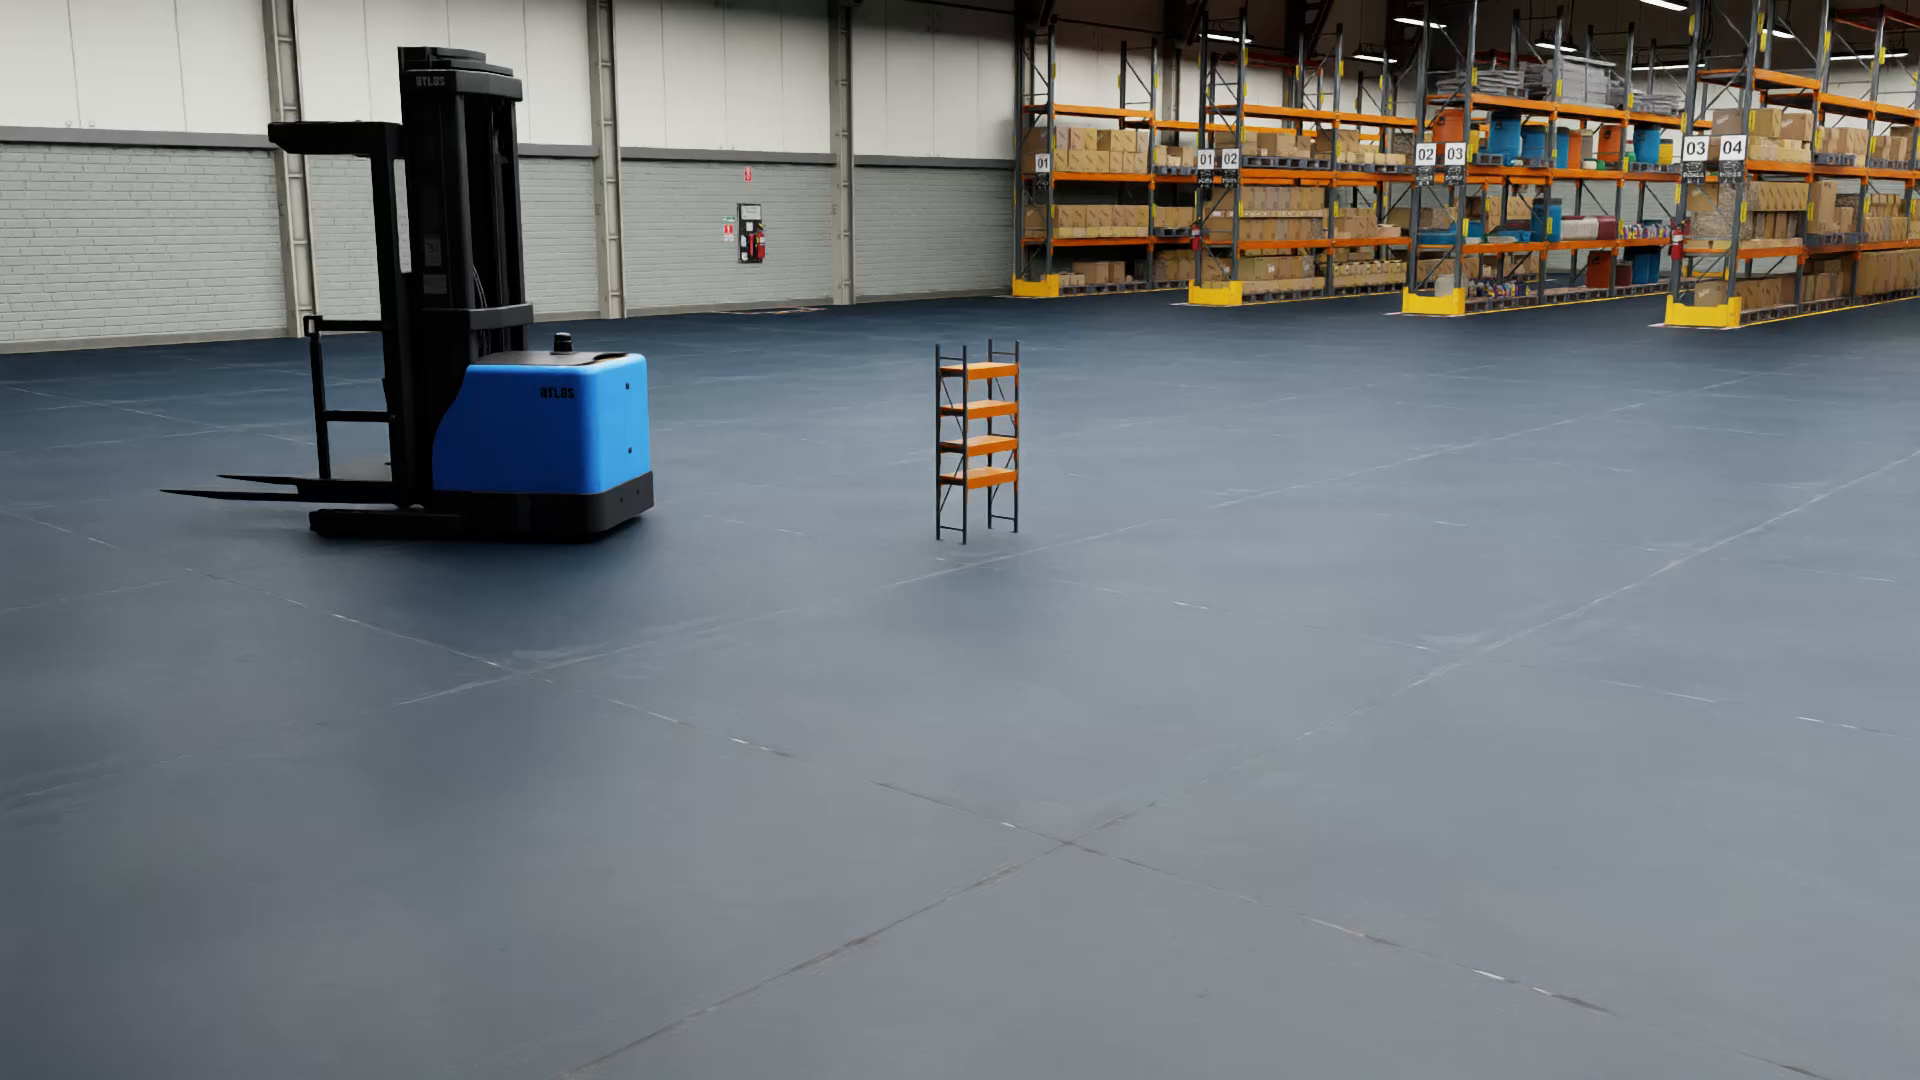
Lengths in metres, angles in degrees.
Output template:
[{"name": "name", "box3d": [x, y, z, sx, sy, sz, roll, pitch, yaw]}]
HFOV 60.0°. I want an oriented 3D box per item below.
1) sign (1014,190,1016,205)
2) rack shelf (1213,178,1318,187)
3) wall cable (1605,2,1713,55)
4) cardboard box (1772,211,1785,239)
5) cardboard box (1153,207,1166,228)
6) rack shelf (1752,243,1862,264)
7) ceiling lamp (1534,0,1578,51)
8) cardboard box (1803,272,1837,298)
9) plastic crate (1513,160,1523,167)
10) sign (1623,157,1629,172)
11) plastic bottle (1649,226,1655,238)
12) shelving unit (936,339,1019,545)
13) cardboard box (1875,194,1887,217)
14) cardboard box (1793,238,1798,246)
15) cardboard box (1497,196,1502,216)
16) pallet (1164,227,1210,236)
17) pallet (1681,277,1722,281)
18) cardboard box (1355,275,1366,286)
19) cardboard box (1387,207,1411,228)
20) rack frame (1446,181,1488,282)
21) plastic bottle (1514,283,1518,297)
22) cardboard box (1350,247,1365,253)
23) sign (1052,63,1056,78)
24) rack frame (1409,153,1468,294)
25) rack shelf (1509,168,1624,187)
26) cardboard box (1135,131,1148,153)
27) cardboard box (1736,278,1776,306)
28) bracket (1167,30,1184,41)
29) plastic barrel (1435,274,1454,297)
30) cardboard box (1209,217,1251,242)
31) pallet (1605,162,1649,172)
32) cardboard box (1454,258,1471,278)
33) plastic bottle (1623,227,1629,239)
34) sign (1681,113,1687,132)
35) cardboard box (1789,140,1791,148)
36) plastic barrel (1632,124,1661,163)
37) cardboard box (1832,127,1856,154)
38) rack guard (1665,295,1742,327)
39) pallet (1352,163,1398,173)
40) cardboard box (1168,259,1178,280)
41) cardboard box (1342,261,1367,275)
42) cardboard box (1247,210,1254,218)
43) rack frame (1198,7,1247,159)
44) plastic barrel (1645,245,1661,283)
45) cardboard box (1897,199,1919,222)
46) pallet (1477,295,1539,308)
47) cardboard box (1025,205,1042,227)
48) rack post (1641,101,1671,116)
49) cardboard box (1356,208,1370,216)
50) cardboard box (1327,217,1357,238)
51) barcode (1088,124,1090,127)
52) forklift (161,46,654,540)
[{"name": "sign", "box3d": [1.293, -7.921, 38.446, 0.100, 0.325, 0.005, 10, 15, 40]}, {"name": "rack shelf", "box3d": [8.298, -9.713, 45.359, 1.077, 0.370, 4.000, 10, 15, 40]}, {"name": "wall cable", "box3d": [20.617, -15.639, 48.959, 3.097, 2.526, 0.112, 10, 15, 40]}, {"name": "cardboard box", "box3d": [14.545, -5.771, 30.434, 0.875, 0.500, 0.500, 10, 15, 40]}, {"name": "cardboard box", "box3d": [4.699, -8.047, 41.463, 0.700, 0.500, 0.500, 10, 15, 41]}, {"name": "rack shelf", "box3d": [16.820, -5.732, 33.087, 1.077, 0.370, 4.000, 10, 15, 40]}, {"name": "ceiling lamp", "box3d": [14.818, -13.580, 40.326, 0.800, 3.185, 2.000, 10, 15, 40]}, {"name": "cardboard box", "box3d": [17.356, -5.184, 33.768, 0.700, 0.500, 0.500, 8, 14, 36]}, {"name": "plastic crate", "box3d": [11.023, -7.484, 33.038, 0.243, 0.136, 0.396, 10, 15, 40]}, {"name": "sign", "box3d": [14.837, -8.369, 37.062, 0.100, 0.325, 0.005, 10, 15, 40]}, {"name": "plastic bottle", "box3d": [16.380, -7.299, 39.416, 0.152, 0.276, 0.135, 10, 15, 40]}, {"name": "shelving unit", "box3d": [0.109, -0.613, 10.216, 0.258, 1.200, 0.503, 10, 15, 40]}, {"name": "cardboard box", "box3d": [19.505, -7.220, 35.887, 0.797, 0.503, 0.637, 10, 15, 42]}, {"name": "cardboard box", "box3d": [15.406, -5.562, 31.041, 0.380, 0.149, 0.250, 10, 15, 40]}, {"name": "cardboard box", "box3d": [14.204, -8.897, 44.289, 0.500, 0.500, 0.500, 9, 15, 39]}, {"name": "pallet", "box3d": [5.701, -7.910, 42.643, 1.003, 0.211, 1.213, 10, 15, 40]}, {"name": "pallet", "box3d": [19.127, -6.713, 43.280, 1.003, 0.211, 1.213, 10, 15, 40]}, {"name": "cardboard box", "box3d": [9.191, -6.108, 39.083, 0.500, 0.250, 0.500, 9, 15, 39]}, {"name": "cardboard box", "box3d": [11.032, -8.022, 41.391, 0.700, 0.500, 0.500, 4, 12, 21]}, {"name": "rack frame", "box3d": [13.341, -8.249, 43.852, 1.000, 3.000, 0.127, 10, 15, 40]}, {"name": "plastic bottle", "box3d": [11.367, -5.125, 34.023, 0.133, 0.283, 0.061, -11, 16, -44]}, {"name": "cardboard box", "box3d": [11.755, -8.579, 49.161, 0.380, 0.149, 0.250, 10, 15, 42]}, {"name": "sign", "box3d": [2.104, -10.492, 37.178, 0.100, 0.325, 0.005, 10, 15, 40]}, {"name": "rack frame", "box3d": [9.138, -5.842, 31.803, 1.000, 3.000, 0.127, 10, 15, 40]}, {"name": "rack shelf", "box3d": [13.099, -7.843, 36.000, 1.077, 0.370, 4.000, 10, 15, 40]}, {"name": "cardboard box", "box3d": [4.210, -9.623, 40.215, 0.500, 0.500, 0.500, 8, 14, 36]}, {"name": "cardboard box", "box3d": [14.833, -4.632, 31.052, 0.500, 0.500, 0.500, -7, 13, -30]}, {"name": "bracket", "box3d": [5.462, -12.821, 42.236, 0.235, 0.232, 0.430, 10, 15, 40]}, {"name": "plastic barrel", "box3d": [9.515, -4.935, 32.540, 0.421, 0.512, 0.421, 0, 11, 0]}, {"name": "cardboard box", "box3d": [5.738, -6.599, 35.338, 0.700, 0.500, 0.500, 10, 15, 40]}, {"name": "pallet", "box3d": [14.998, -8.497, 37.921, 1.003, 0.211, 1.213, 10, 15, 40]}, {"name": "cardboard box", "box3d": [12.898, -7.057, 43.146, 0.500, 0.500, 0.500, 10, 15, 41]}, {"name": "plastic bottle", "box3d": [15.253, -7.048, 38.159, 0.152, 0.276, 0.135, 10, 15, 40]}, {"name": "sign", "box3d": [12.455, -7.182, 28.591, 0.100, 0.325, 0.005, 10, 15, 40]}, {"name": "cardboard box", "box3d": [14.768, -7.150, 30.058, 0.380, 0.149, 0.250, 11, 15, 42]}, {"name": "plastic barrel", "box3d": [16.048, -9.260, 38.902, 0.600, 0.901, 0.708, 10, 15, 40]}, {"name": "cardboard box", "box3d": [17.344, -7.894, 32.885, 0.500, 0.500, 0.500, 10, 15, 41]}, {"name": "rack guard", "box3d": [12.909, -3.987, 28.898, 1.175, 0.500, 0.348, 10, 15, 40]}, {"name": "pallet", "box3d": [9.584, -8.762, 39.247, 1.003, 0.211, 1.213, 11, 16, 43]}, {"name": "cardboard box", "box3d": [5.114, -6.895, 42.331, 0.700, 0.500, 0.500, 9, 15, 39]}, {"name": "cardboard box", "box3d": [9.196, -6.382, 39.023, 0.500, 0.311, 0.500, 9, 14, 38]}, {"name": "cardboard box", "box3d": [6.013, -6.919, 35.285, 0.380, 0.149, 0.250, 9, 15, 39]}, {"name": "rack frame", "box3d": [5.420, -9.425, 34.425, 1.000, 3.000, 0.127, 10, 15, 40]}, {"name": "plastic barrel", "box3d": [16.688, -6.707, 40.417, 0.600, 0.901, 0.708, 10, 15, 40]}, {"name": "cardboard box", "box3d": [21.288, -7.445, 37.536, 0.500, 0.500, 0.500, 10, 15, 40]}, {"name": "pallet", "box3d": [11.304, -4.970, 34.555, 1.003, 0.211, 1.213, 10, 15, 40]}, {"name": "cardboard box", "box3d": [1.848, -7.524, 38.640, 0.500, 0.500, 0.500, 10, 15, 40]}, {"name": "rack post", "box3d": [15.819, -9.990, 38.531, 0.954, 0.300, 0.937, -10, 15, -41]}, {"name": "cardboard box", "box3d": [11.457, -9.439, 49.048, 0.980, 0.700, 0.700, 10, 15, 40]}, {"name": "cardboard box", "box3d": [8.927, -7.309, 38.892, 0.500, 0.500, 0.500, -11, 16, -43]}, {"name": "barcode", "box3d": [3.096, -9.965, 39.937, 0.001, 0.075, 0.075, 10, 15, 40]}, {"name": "forklift", "box3d": [-3.582, -1.553, 10.503, 3.031, 2.935, 1.130, 2, 11, 9]}]
